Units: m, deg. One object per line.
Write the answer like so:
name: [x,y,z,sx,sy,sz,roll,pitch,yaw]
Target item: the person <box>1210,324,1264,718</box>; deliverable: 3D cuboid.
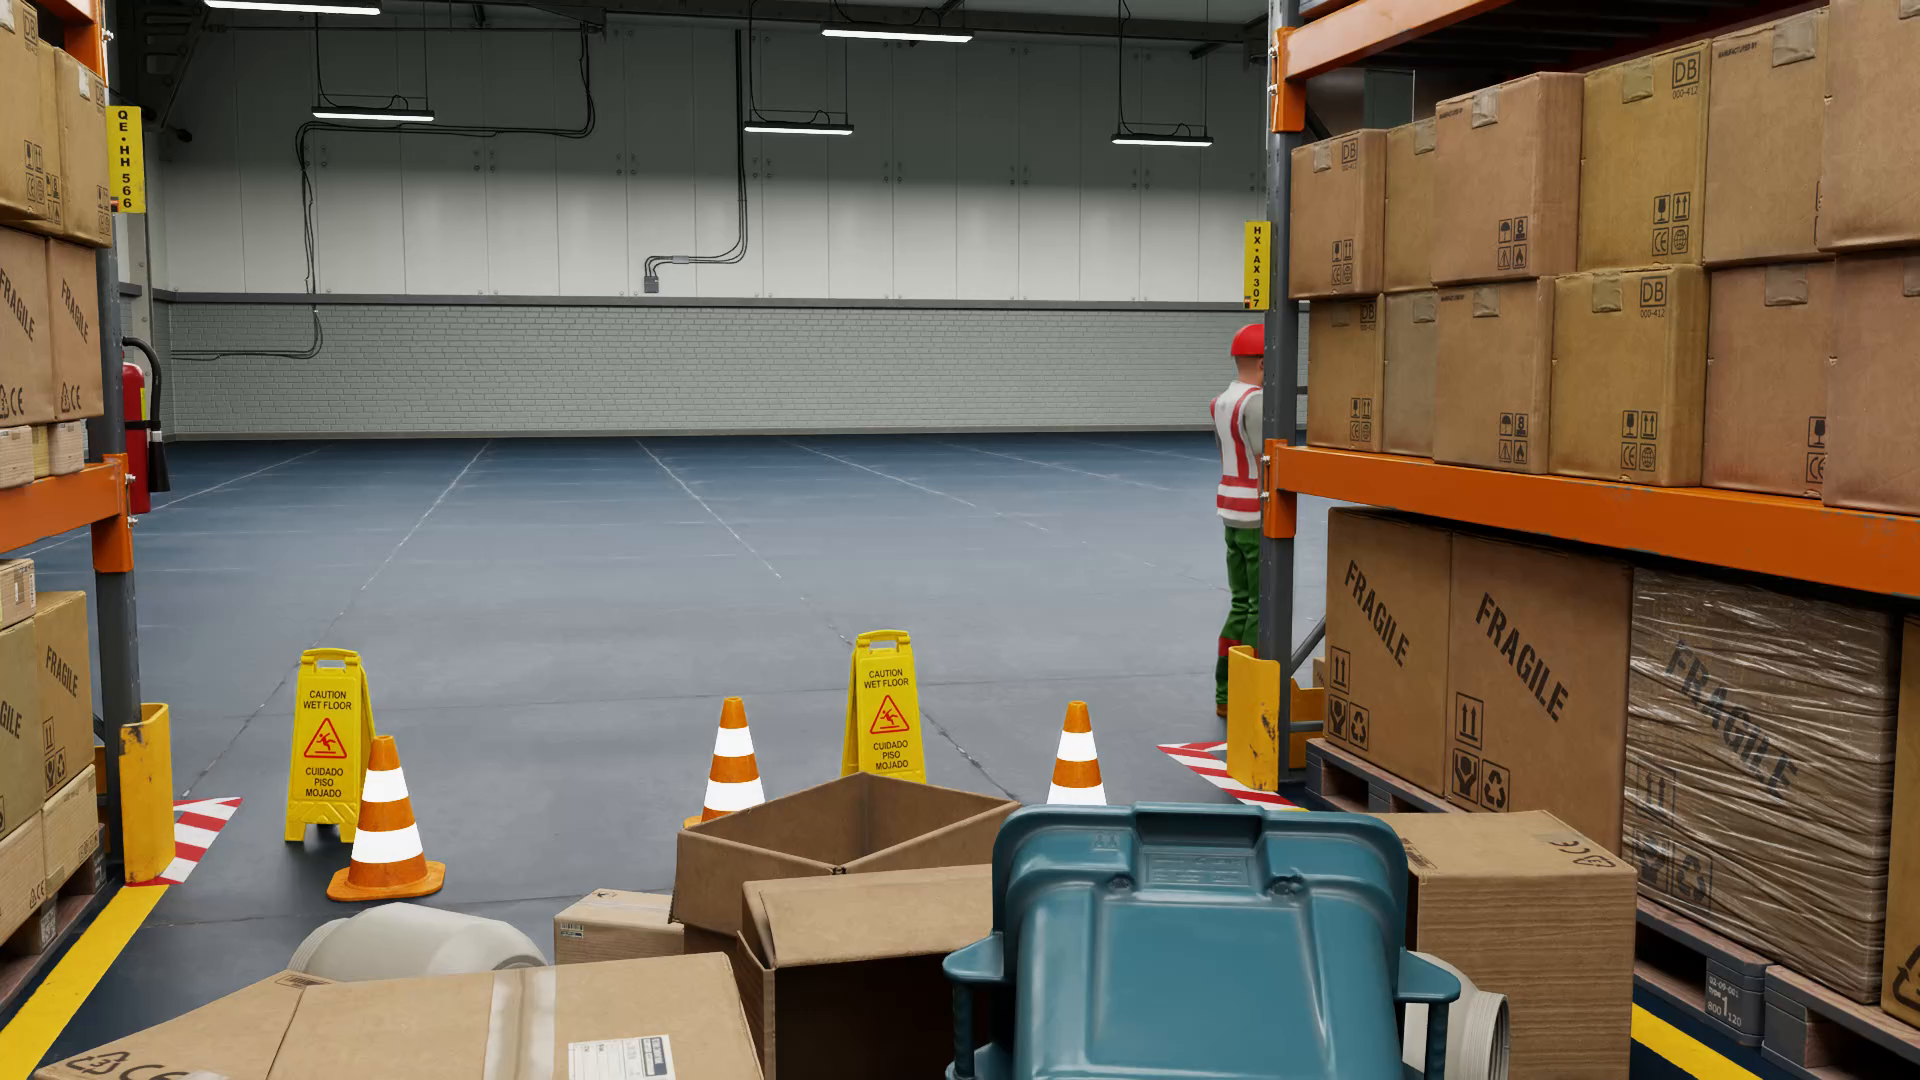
person: [1.328,-0.071,7.471,0.345,1.783,0.526,-1,6,-12]
